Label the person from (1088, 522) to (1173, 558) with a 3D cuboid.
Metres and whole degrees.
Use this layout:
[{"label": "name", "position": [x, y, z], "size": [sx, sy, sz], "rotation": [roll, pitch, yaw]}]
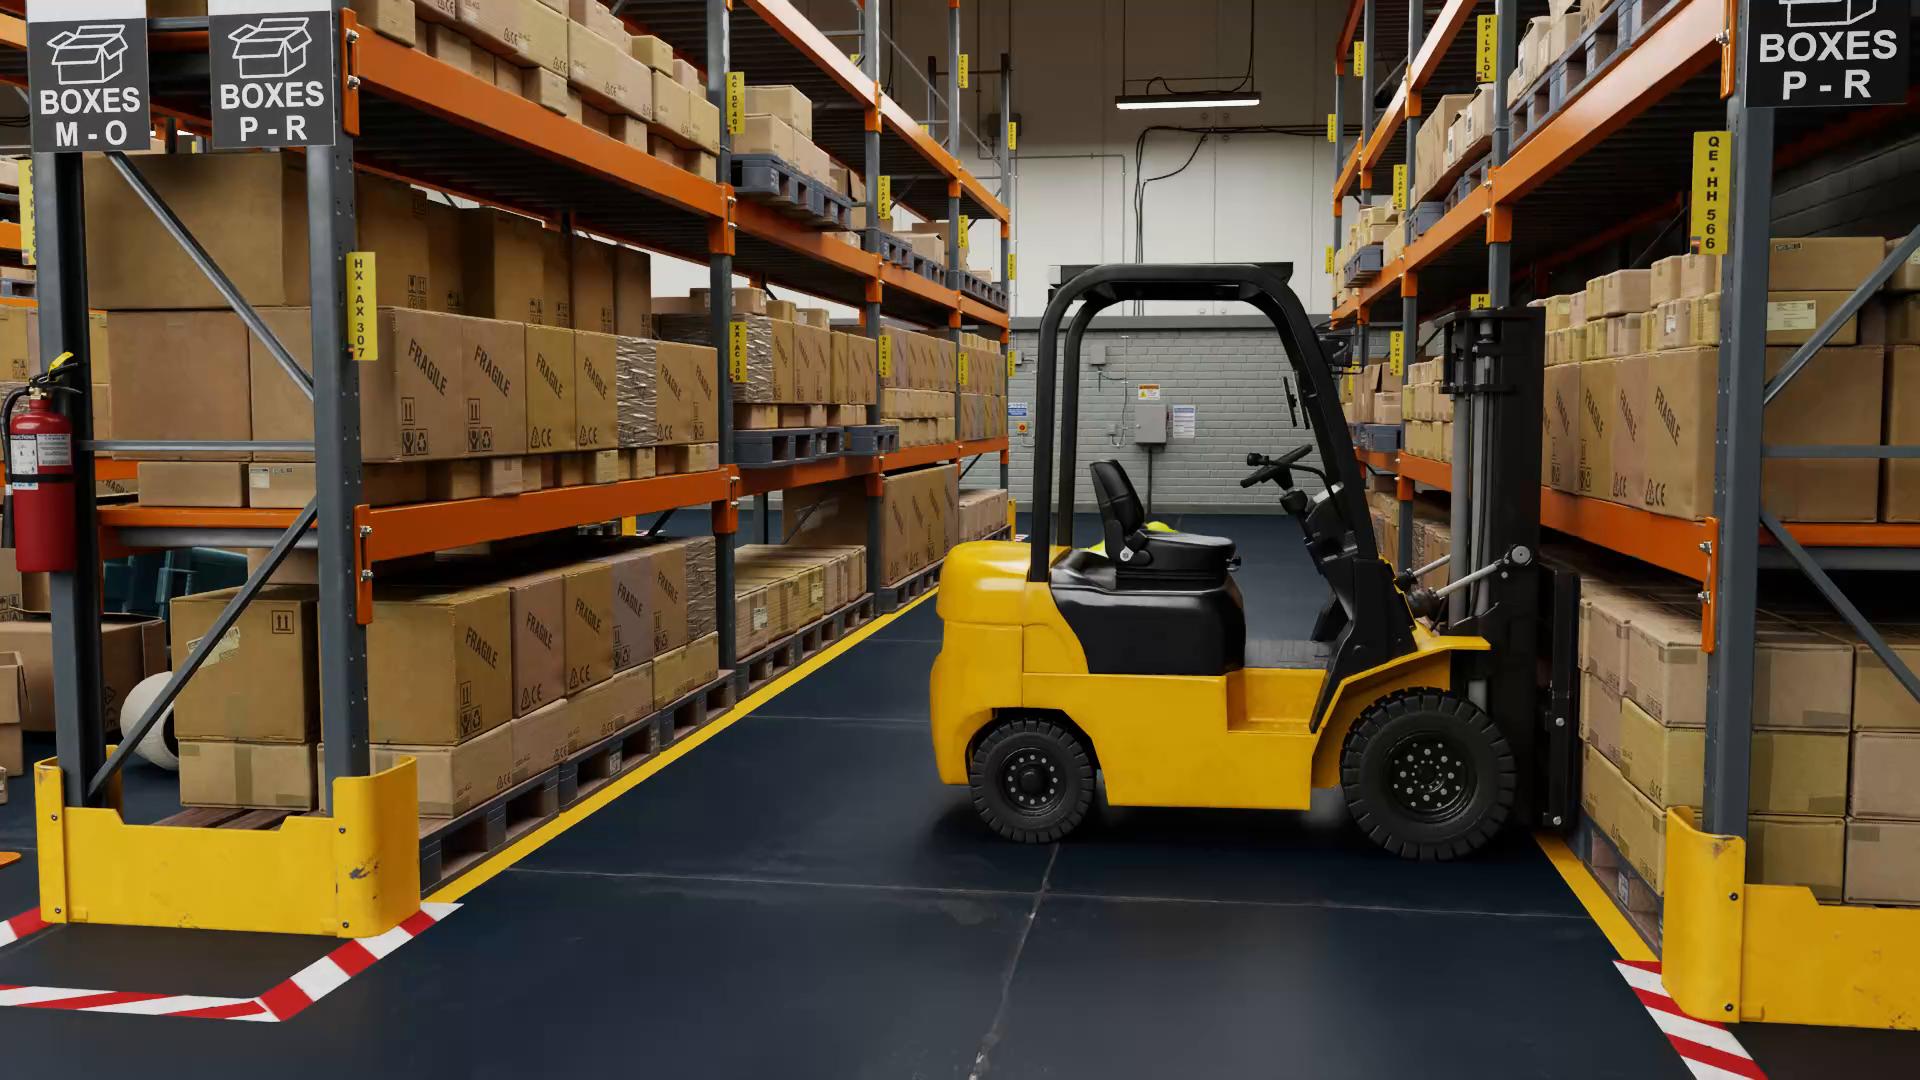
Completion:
[{"label": "person", "position": [0.853, 0.392, 9.471], "size": [0.874, 0.996, 0.588], "rotation": [1, 4, 9]}]
